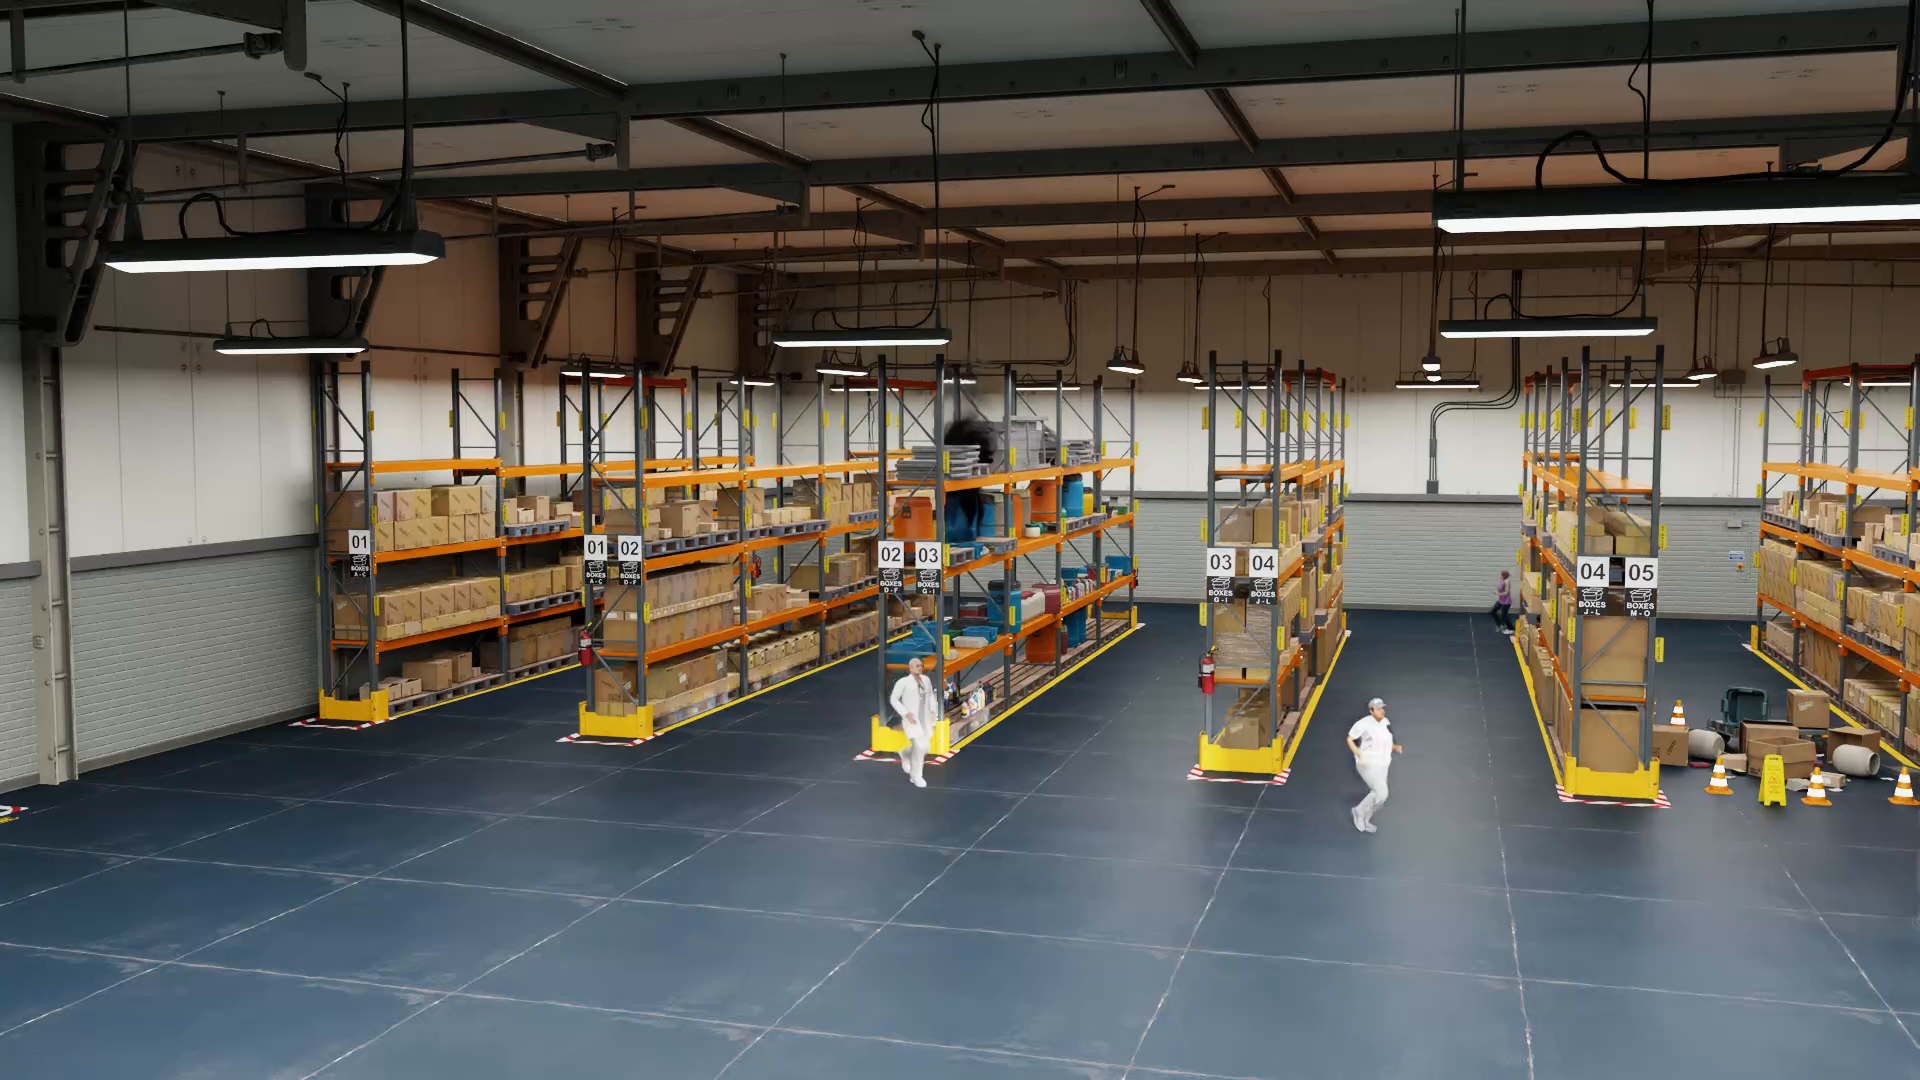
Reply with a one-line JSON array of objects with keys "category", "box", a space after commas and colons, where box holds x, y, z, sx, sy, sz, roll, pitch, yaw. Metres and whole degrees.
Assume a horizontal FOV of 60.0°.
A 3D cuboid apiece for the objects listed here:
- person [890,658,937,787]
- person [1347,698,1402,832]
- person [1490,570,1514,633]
[{"category": "person", "box": [-0.660, 2.499, 23.046, 0.746, 1.747, 0.717, -4, 5, -41]}, {"category": "person", "box": [5.077, 2.737, 20.219, 0.586, 1.633, 0.592, -3, 5, -35]}, {"category": "person", "box": [12.743, 1.441, 38.916, 0.603, 1.517, 0.653, 0, 4, -4]}]
